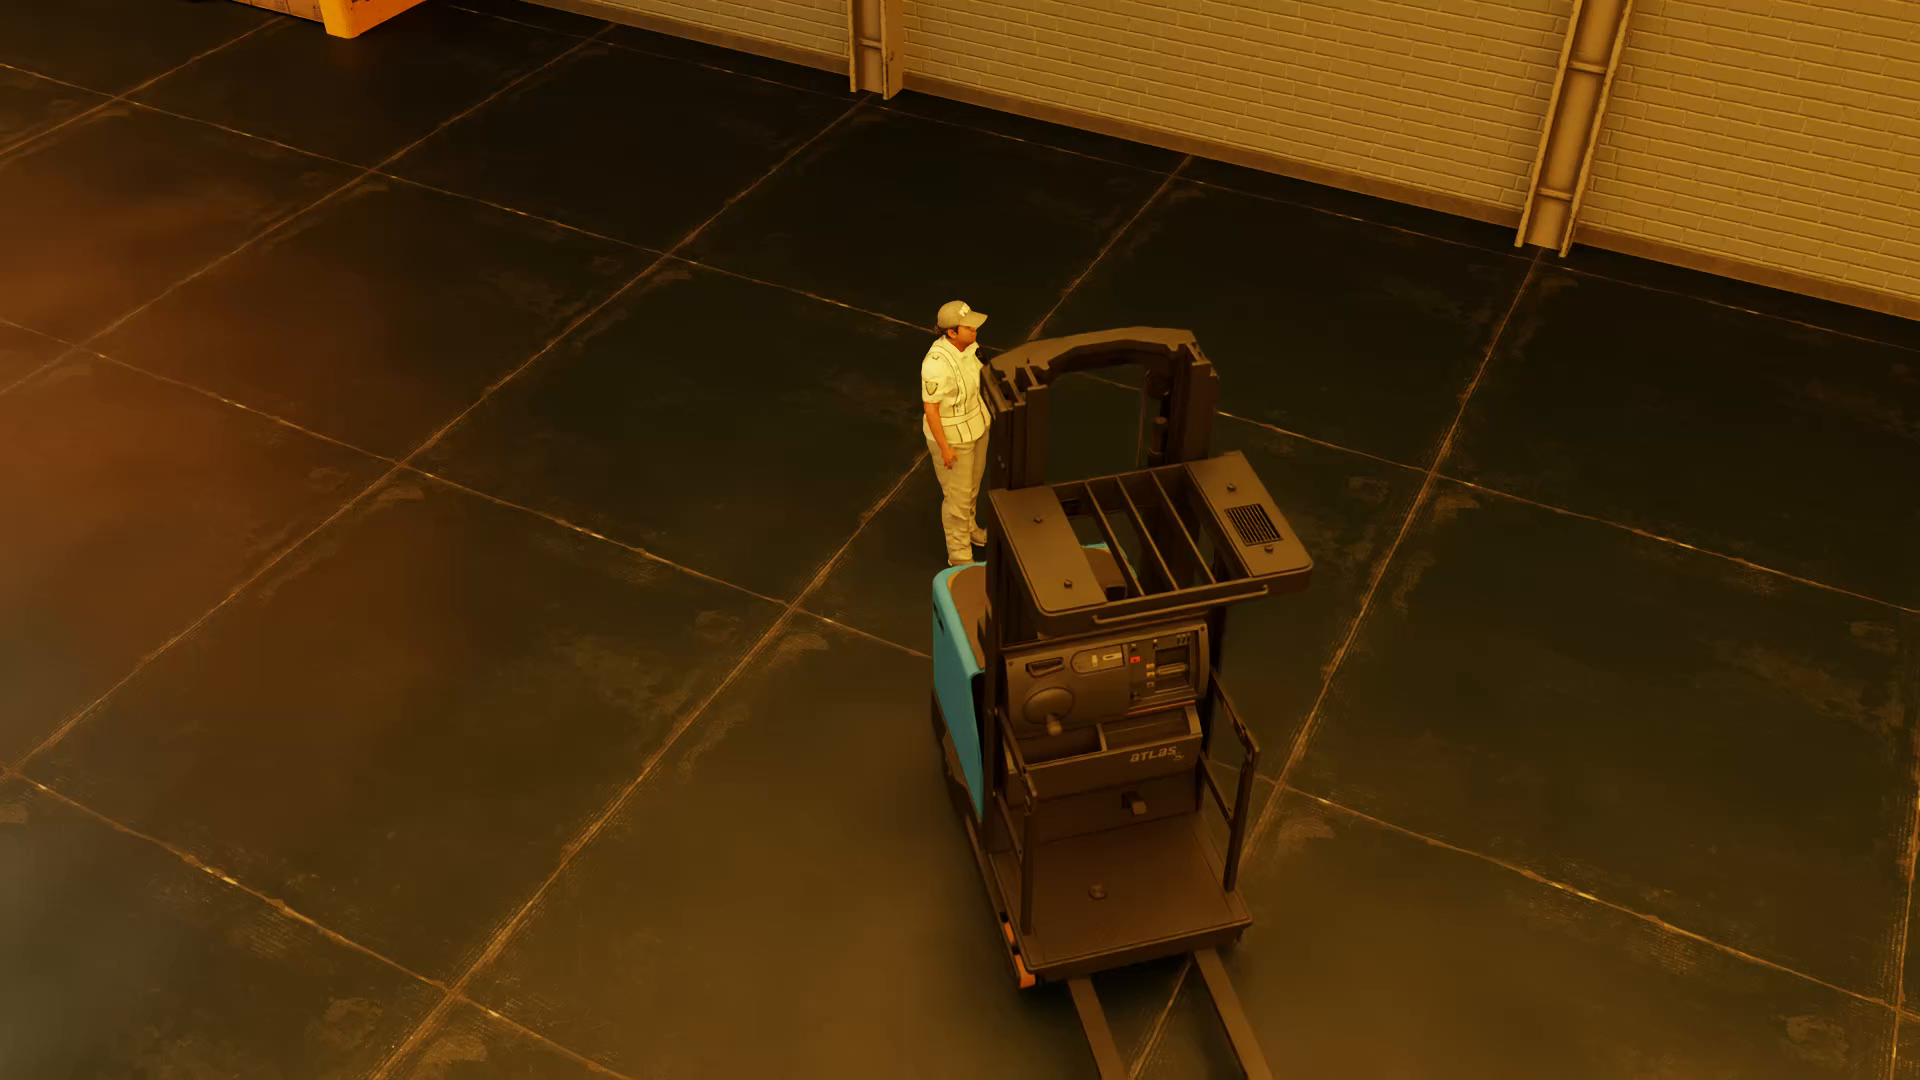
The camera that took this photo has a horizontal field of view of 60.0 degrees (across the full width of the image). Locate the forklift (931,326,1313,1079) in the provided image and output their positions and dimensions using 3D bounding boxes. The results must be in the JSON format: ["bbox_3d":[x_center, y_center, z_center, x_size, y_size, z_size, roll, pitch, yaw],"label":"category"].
[{"bbox_3d":[0.709,0.692,7.165,1.130,2.935,3.031,-9,41,-11],"label":"forklift"}]

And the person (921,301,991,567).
[{"bbox_3d":[0.058,-0.608,9.678,0.529,1.670,0.599,18,43,21],"label":"person"}]
